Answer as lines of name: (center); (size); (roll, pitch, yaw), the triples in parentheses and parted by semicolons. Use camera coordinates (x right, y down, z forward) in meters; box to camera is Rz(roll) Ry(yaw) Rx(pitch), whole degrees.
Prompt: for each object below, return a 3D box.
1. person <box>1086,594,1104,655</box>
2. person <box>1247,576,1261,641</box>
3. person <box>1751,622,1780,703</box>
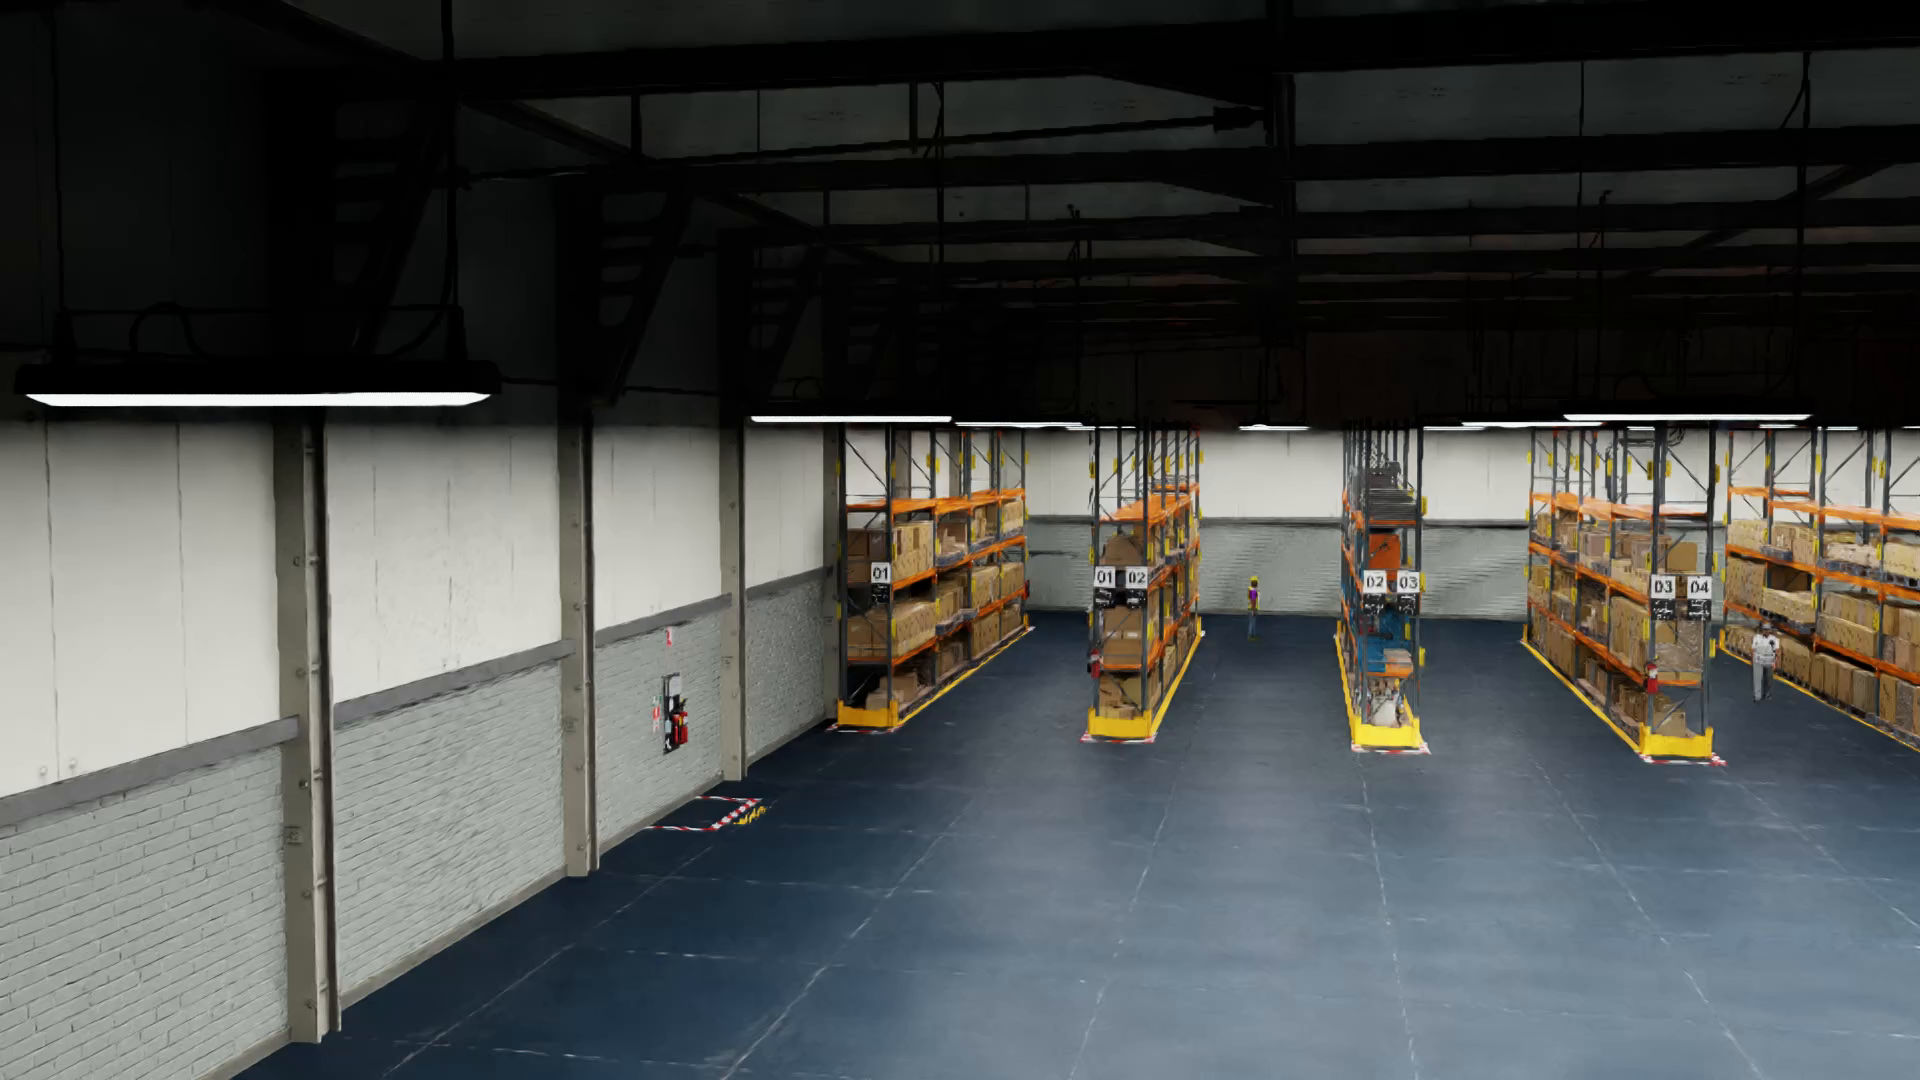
person: (3.508, 2.158, 42.533); (0.592, 1.629, 0.526); (1, 4, 9)
person: (8.059, 1.871, 45.571); (0.389, 1.768, 0.659); (1, 4, 8)
person: (17.037, 2.571, 35.172); (0.533, 1.707, 1.035); (1, 4, 20)
